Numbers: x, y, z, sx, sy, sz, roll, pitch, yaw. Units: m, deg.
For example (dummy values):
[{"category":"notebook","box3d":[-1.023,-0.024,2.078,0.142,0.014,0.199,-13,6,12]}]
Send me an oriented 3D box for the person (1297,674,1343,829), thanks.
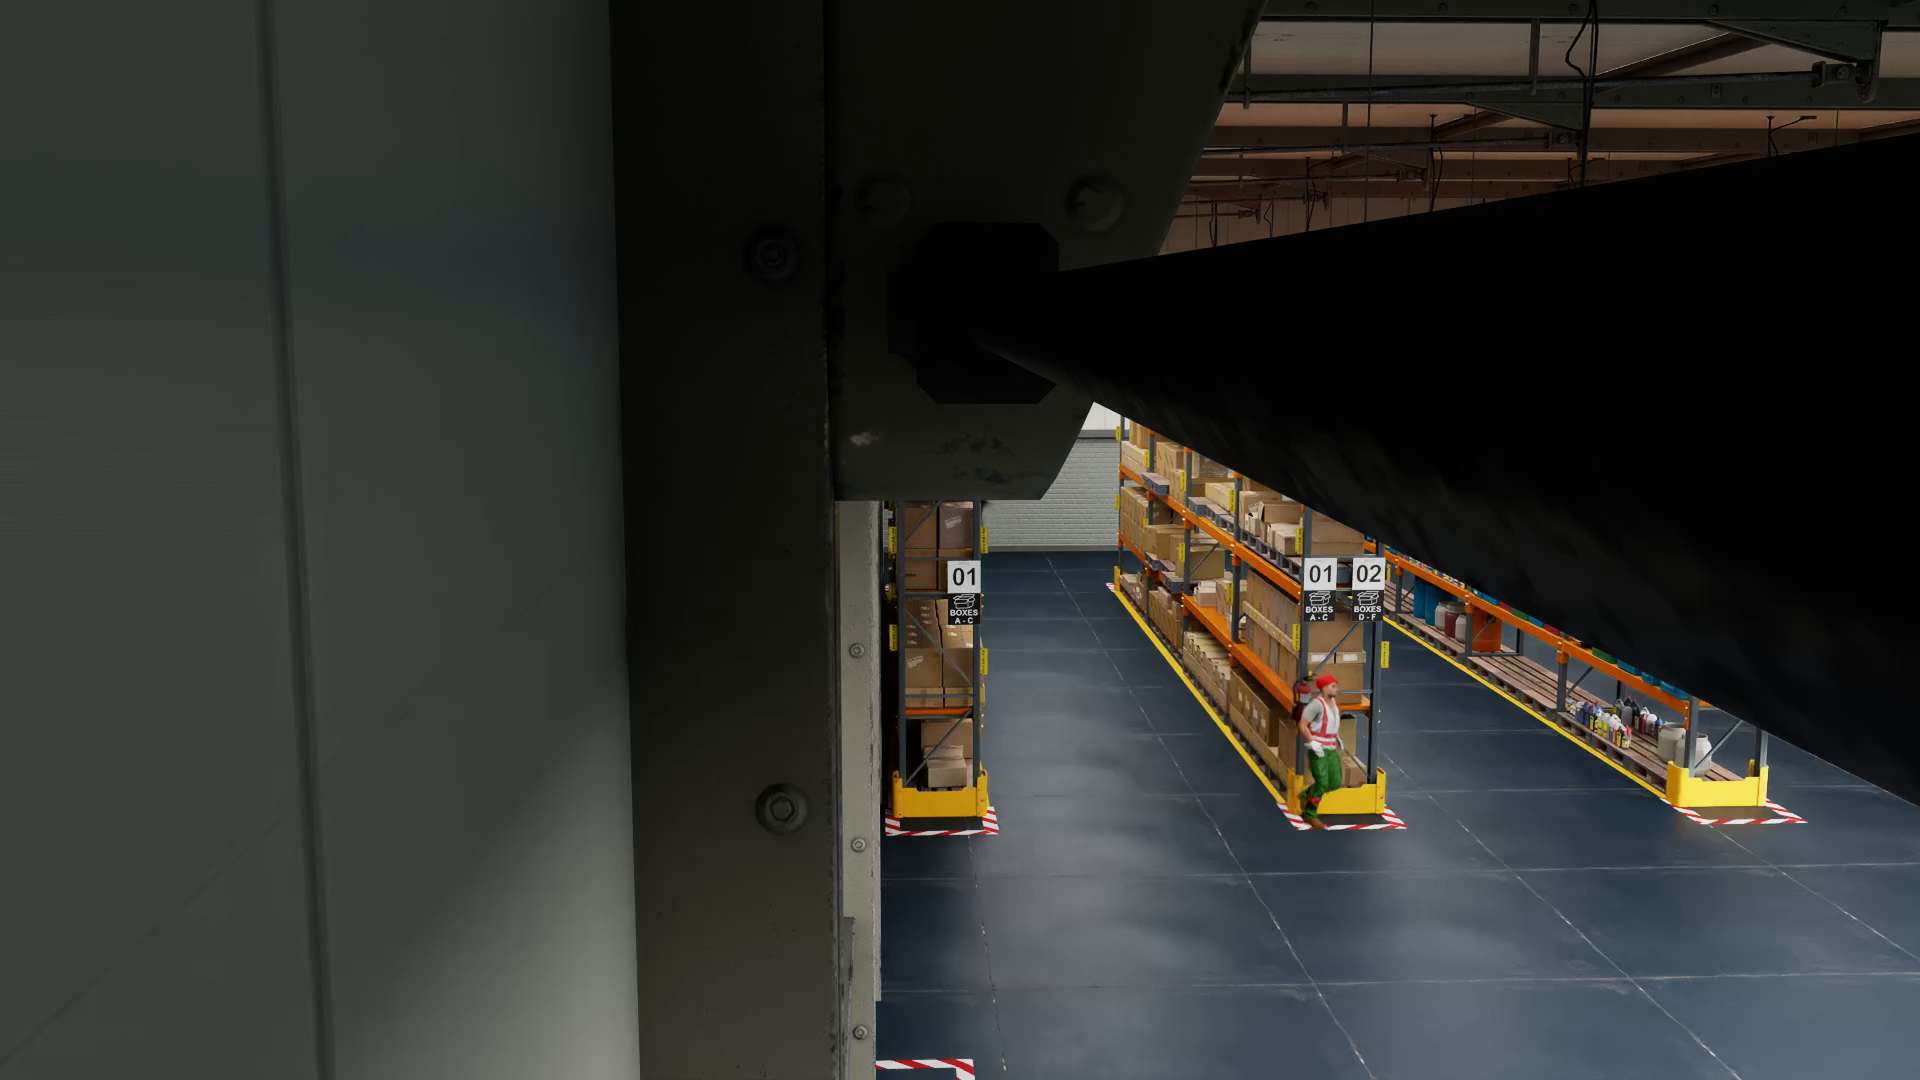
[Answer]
[{"category":"person","box3d":[4.201,2.427,19.349,0.706,1.750,0.536,-8,11,-43]}]
